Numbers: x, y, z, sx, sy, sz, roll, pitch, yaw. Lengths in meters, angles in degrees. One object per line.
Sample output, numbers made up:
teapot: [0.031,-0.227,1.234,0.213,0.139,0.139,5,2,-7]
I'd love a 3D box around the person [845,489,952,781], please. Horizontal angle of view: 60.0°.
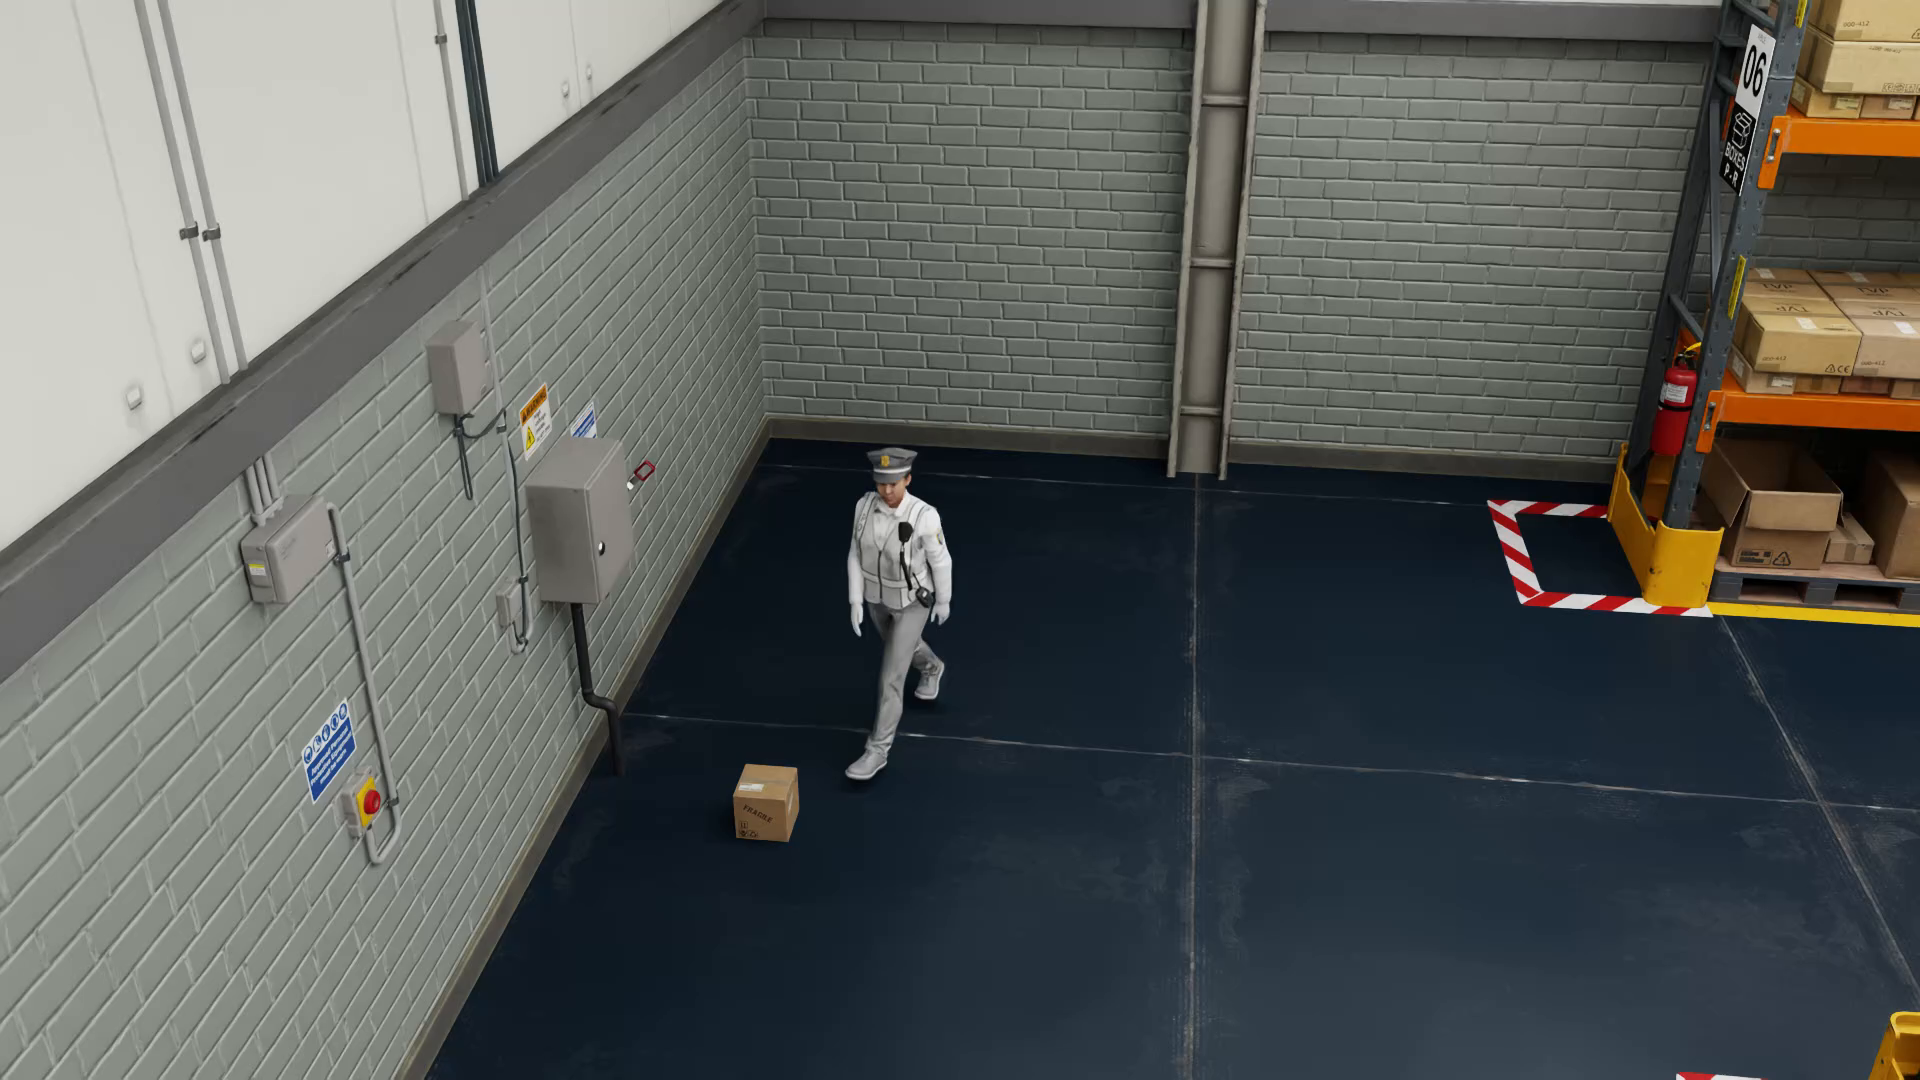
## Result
person: [-0.302,0.382,8.152,0.471,1.402,1.005,17,33,28]
